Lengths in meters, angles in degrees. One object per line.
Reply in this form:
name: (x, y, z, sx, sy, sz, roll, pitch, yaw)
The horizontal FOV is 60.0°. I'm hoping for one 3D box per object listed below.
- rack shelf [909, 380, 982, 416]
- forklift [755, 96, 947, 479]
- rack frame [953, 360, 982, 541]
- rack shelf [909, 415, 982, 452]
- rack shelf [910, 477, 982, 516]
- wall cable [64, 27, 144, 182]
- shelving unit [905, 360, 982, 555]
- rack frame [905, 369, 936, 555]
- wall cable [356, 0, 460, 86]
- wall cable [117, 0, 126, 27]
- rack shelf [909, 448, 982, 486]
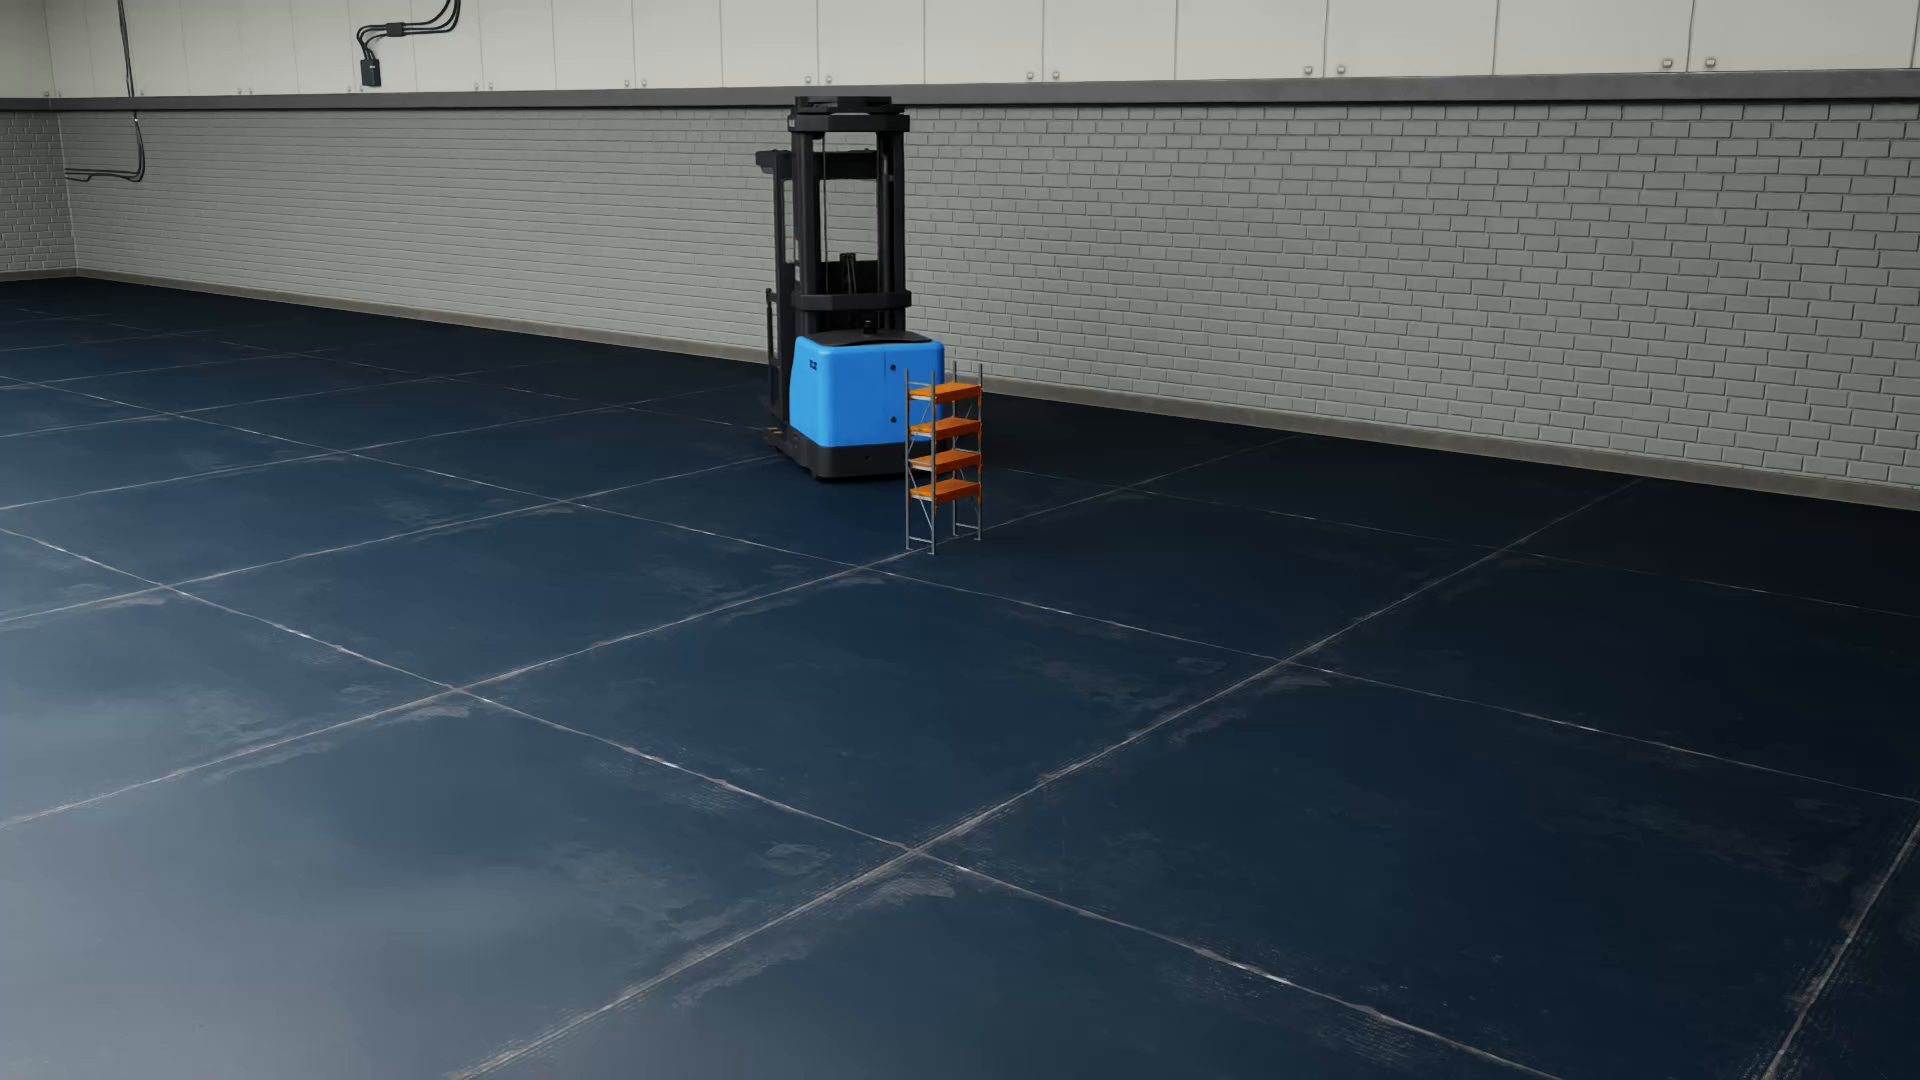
rack shelf: (-0.104, -0.931, 10.880, 0.258, 0.148, 0.480, 11, 18, 38)
forklift: (-1.070, -2.219, 14.031, 1.130, 2.935, 3.031, -5, 15, -19)
rack frame: (0.049, -0.597, 11.161, 0.240, 1.200, 0.015, 11, 18, 38)
rack shelf: (-0.104, -0.701, 10.939, 0.258, 0.148, 0.480, 11, 18, 38)
rack shelf: (-0.104, -0.292, 11.043, 0.258, 0.148, 0.480, 11, 18, 38)
wall cable: (-14.779, -7.381, 28.333, 3.097, 2.526, 0.112, 11, 18, 38)
shelving unit: (-0.104, -0.550, 10.977, 0.258, 1.200, 0.503, 11, 18, 38)
rack frame: (-0.257, -0.503, 10.793, 0.240, 1.200, 0.015, 11, 18, 38)
wall cable: (-7.405, -9.062, 21.737, 2.305, 6.003, 0.169, 11, 18, 38)
wall cable: (-12.675, -9.410, 26.063, 3.097, 2.526, 0.112, 11, 18, 38)
rack shelf: (-0.104, -0.485, 10.994, 0.258, 0.148, 0.480, 11, 18, 38)
